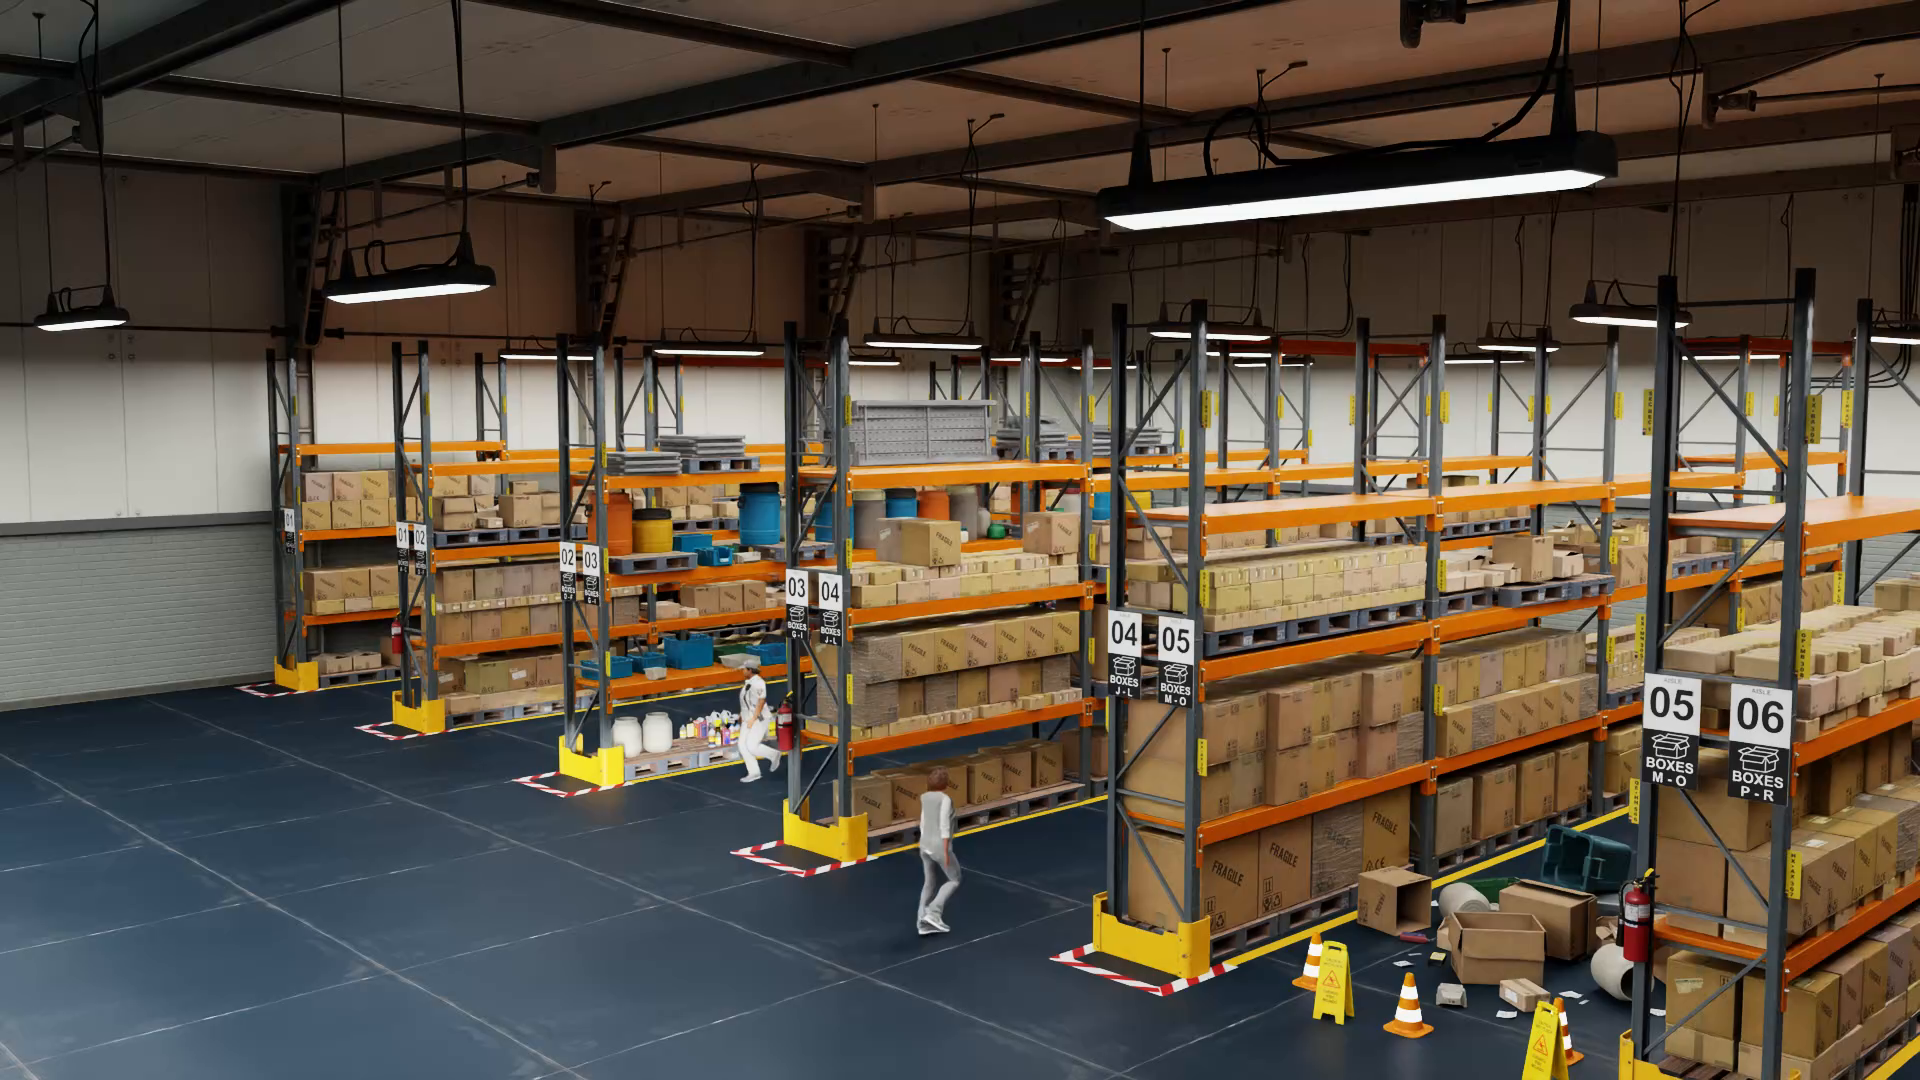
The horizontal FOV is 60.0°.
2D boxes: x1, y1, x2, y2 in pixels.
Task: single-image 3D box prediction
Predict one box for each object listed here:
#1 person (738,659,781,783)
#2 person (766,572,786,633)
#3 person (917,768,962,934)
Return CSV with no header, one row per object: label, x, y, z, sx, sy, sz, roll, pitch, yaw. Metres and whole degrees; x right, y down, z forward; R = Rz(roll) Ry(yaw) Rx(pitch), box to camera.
person,-2.717,2.423,22.414,0.575,1.636,0.538,-3,6,-29
person,-3.727,1.451,33.130,0.510,1.665,0.967,4,6,35
person,-0.232,2.984,15.954,0.441,1.586,0.456,-4,6,-37
